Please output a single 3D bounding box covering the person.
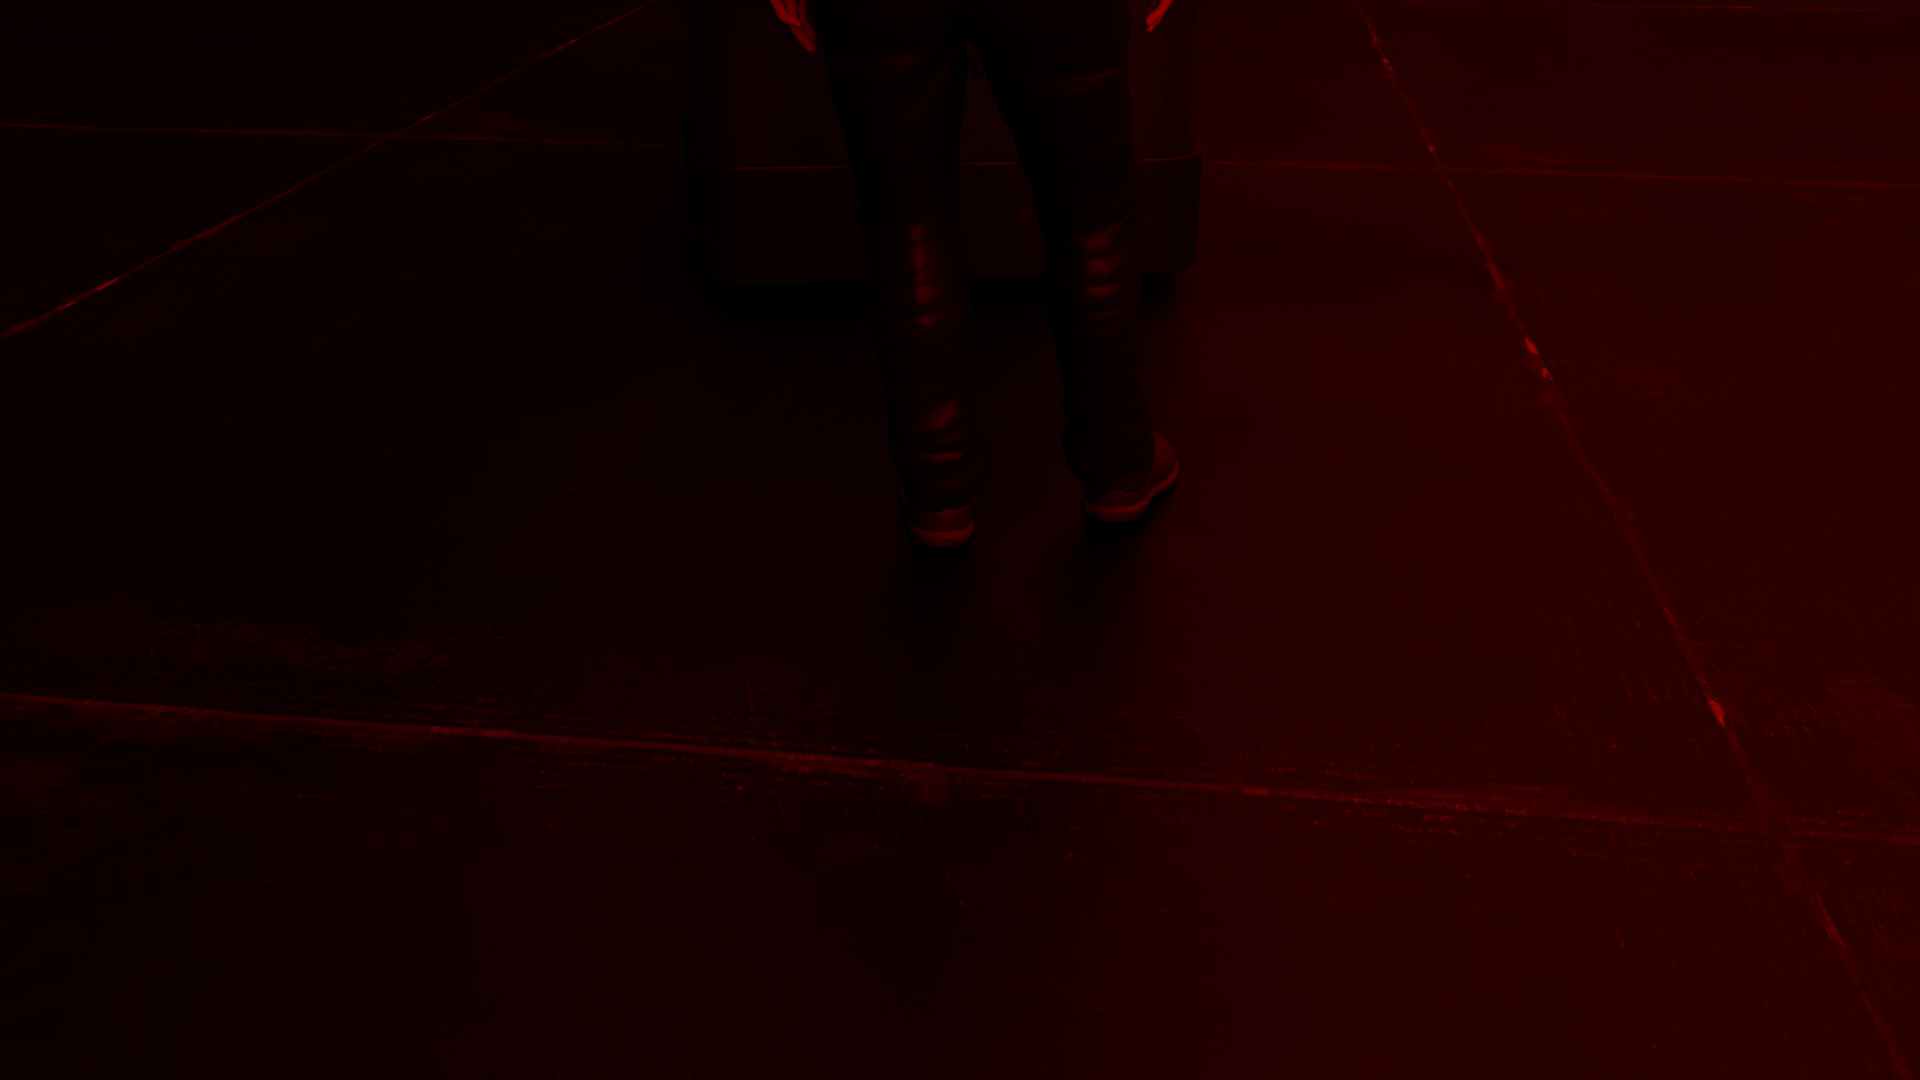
[{"bbox_3d":[0.034,-0.778,2.208,0.599,1.640,0.503,3,27,7],"label":"person"}]

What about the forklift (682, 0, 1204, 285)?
[{"bbox_3d":[-0.145,-2.454,4.136,1.130,2.935,3.031,-2,27,-4],"label":"forklift"}]
